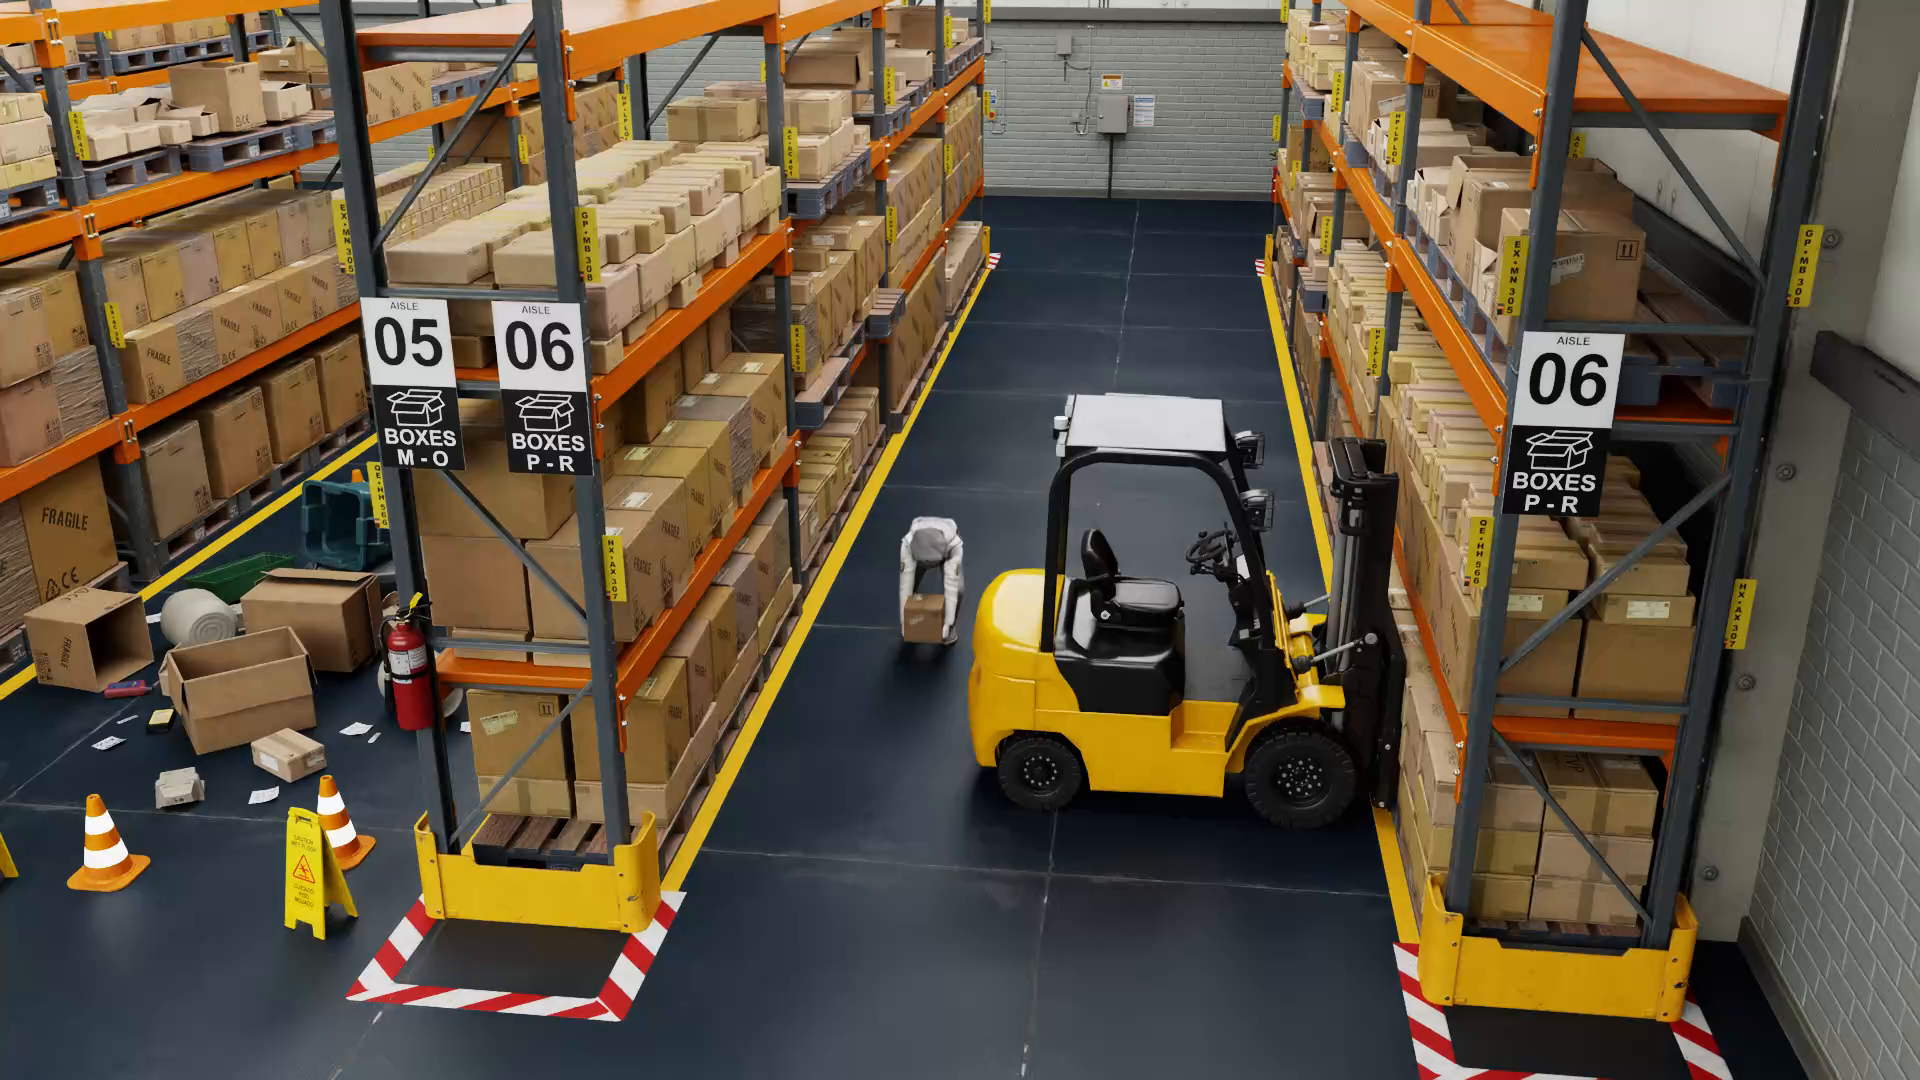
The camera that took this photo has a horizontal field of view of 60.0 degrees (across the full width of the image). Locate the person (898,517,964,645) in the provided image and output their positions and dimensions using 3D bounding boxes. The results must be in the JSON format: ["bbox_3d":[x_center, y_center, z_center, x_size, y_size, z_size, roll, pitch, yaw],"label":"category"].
[{"bbox_3d":[-0.198,0.266,11.351,0.456,0.979,0.911,2,21,4],"label":"person"}]
